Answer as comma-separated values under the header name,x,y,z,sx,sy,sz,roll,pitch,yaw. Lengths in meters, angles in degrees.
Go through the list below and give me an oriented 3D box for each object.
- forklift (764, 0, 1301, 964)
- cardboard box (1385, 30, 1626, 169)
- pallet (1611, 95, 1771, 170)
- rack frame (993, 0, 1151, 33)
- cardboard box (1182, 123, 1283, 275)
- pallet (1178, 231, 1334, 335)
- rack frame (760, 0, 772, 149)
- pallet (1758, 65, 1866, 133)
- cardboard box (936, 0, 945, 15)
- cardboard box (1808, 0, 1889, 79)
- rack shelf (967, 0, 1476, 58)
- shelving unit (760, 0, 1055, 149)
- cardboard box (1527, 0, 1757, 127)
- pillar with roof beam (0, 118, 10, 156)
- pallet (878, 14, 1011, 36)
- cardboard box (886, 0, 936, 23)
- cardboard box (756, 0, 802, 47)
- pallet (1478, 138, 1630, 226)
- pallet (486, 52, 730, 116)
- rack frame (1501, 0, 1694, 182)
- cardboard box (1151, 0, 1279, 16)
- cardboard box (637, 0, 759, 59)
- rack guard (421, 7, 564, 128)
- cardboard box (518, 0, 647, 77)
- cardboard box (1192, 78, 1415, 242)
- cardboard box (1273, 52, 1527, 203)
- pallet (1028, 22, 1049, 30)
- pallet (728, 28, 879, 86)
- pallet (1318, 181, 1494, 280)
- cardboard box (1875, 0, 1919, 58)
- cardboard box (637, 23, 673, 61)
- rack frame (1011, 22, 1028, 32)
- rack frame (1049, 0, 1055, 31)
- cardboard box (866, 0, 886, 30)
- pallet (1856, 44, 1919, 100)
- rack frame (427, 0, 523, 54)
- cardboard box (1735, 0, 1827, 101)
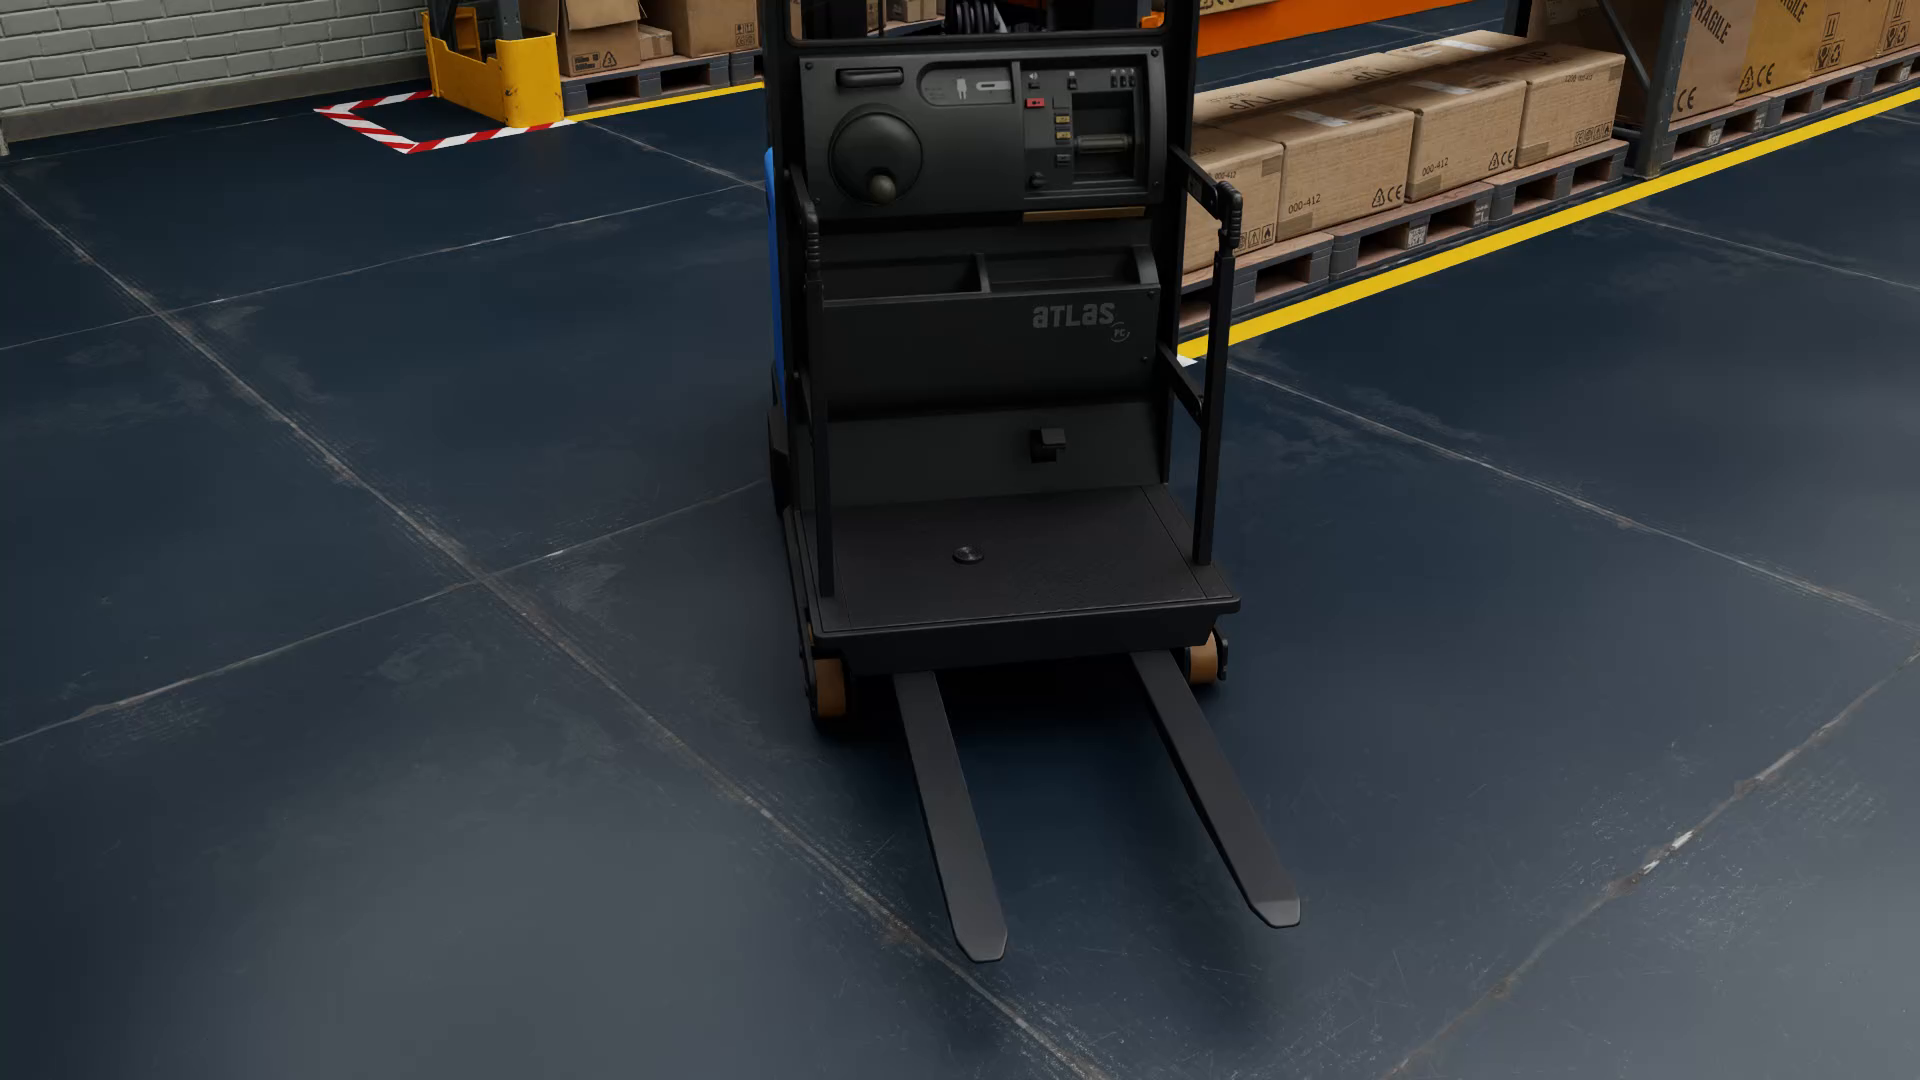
name,x,y,z,sx,sy,sz,roll,pitch,yaw
forklift,0.103,-1.003,4.018,1.130,2.935,3.031,-5,28,-8
cardboard box,2.809,-2.317,8.676,0.875,0.438,0.875,-22,35,-36
pallet,3.894,-2.448,9.608,1.213,0.211,1.003,-22,35,-35
rack frame,0.313,-2.192,6.168,0.127,3.000,1.000,-22,35,-35
cardboard box,0.751,-1.485,7.118,0.875,0.438,0.875,-23,36,-37
pallet,0.871,-1.234,7.336,1.213,0.211,1.003,-22,35,-35
rack frame,-0.644,-1.168,5.842,0.032,1.500,0.500,-4,28,-7
pallet,4.823,-2.824,10.310,1.213,0.211,1.003,-22,35,-35
cardboard box,-0.101,-3.846,11.843,0.250,0.149,0.380,-23,36,-36
cardboard box,5.139,-3.434,10.302,0.875,0.875,0.875,-21,35,-34
rack shelf,1.835,-2.486,7.483,4.000,0.370,1.077,-22,35,-35
shelving unit,-0.140,-1.199,5.901,1.048,1.500,0.538,-4,28,-7
cardboard box,3.776,-2.882,9.269,0.875,0.875,0.875,-21,34,-33
pillar with roof beam,-2.753,-4.571,4.256,0.400,9.000,9.100,-22,35,-35
pallet,-0.391,-3.754,12.051,1.213,0.211,1.003,-22,35,-35
cardboard box,-0.373,-3.788,11.611,0.258,0.266,0.396,-20,34,-33
cardboard box,-1.242,-3.580,10.972,0.500,0.500,0.500,-21,35,-34
pallet,2.727,-1.981,8.733,1.213,0.211,1.003,-22,35,-35
pallet,-2.247,-3.008,10.654,1.213,0.211,1.003,-22,35,-35
rack frame,3.356,-3.415,8.458,0.127,3.000,1.000,-22,35,-35
cardboard box,0.865,-2.280,6.227,0.500,0.500,0.500,-22,35,-35
cardboard box,-1.709,-3.454,10.737,0.500,0.500,0.700,-20,34,-33
rack guard,-2.853,-2.891,10.129,0.348,0.500,1.175,-22,35,-35
cardboard box,-2.384,-3.208,10.273,0.637,0.503,0.797,-24,36,-37
cardboard box,1.441,-1.768,7.648,0.875,0.438,0.875,-21,34,-34
cardboard box,2.128,-2.043,8.163,0.875,0.438,0.875,-23,36,-36
pallet,0.726,-4.226,12.935,1.213,0.211,1.003,-22,35,-35
pallet,-1.320,-3.379,11.349,1.213,0.211,1.003,-22,35,-35
pallet,1.798,-1.606,8.031,1.213,0.211,1.003,-22,35,-35
cardboard box,5.820,-3.705,10.810,0.875,0.875,0.875,-22,35,-35
cardboard box,-2.036,-3.167,10.573,0.250,0.149,0.380,-24,36,-37
rack frame,0.132,-5.194,11.786,0.127,3.000,1.000,-22,35,-35
rack frame,0.364,-1.231,5.961,0.032,1.500,0.500,-4,28,-7
cardboard box,-0.919,-3.771,11.331,0.500,0.500,0.700,-23,36,-37
pallet,5.751,-3.195,11.004,1.213,0.211,1.003,-22,35,-35
rack frame,-2.911,-3.970,9.497,0.127,3.000,1.000,-22,35,-35
cardboard box,4.458,-3.161,9.791,0.875,0.875,0.875,-21,34,-34
